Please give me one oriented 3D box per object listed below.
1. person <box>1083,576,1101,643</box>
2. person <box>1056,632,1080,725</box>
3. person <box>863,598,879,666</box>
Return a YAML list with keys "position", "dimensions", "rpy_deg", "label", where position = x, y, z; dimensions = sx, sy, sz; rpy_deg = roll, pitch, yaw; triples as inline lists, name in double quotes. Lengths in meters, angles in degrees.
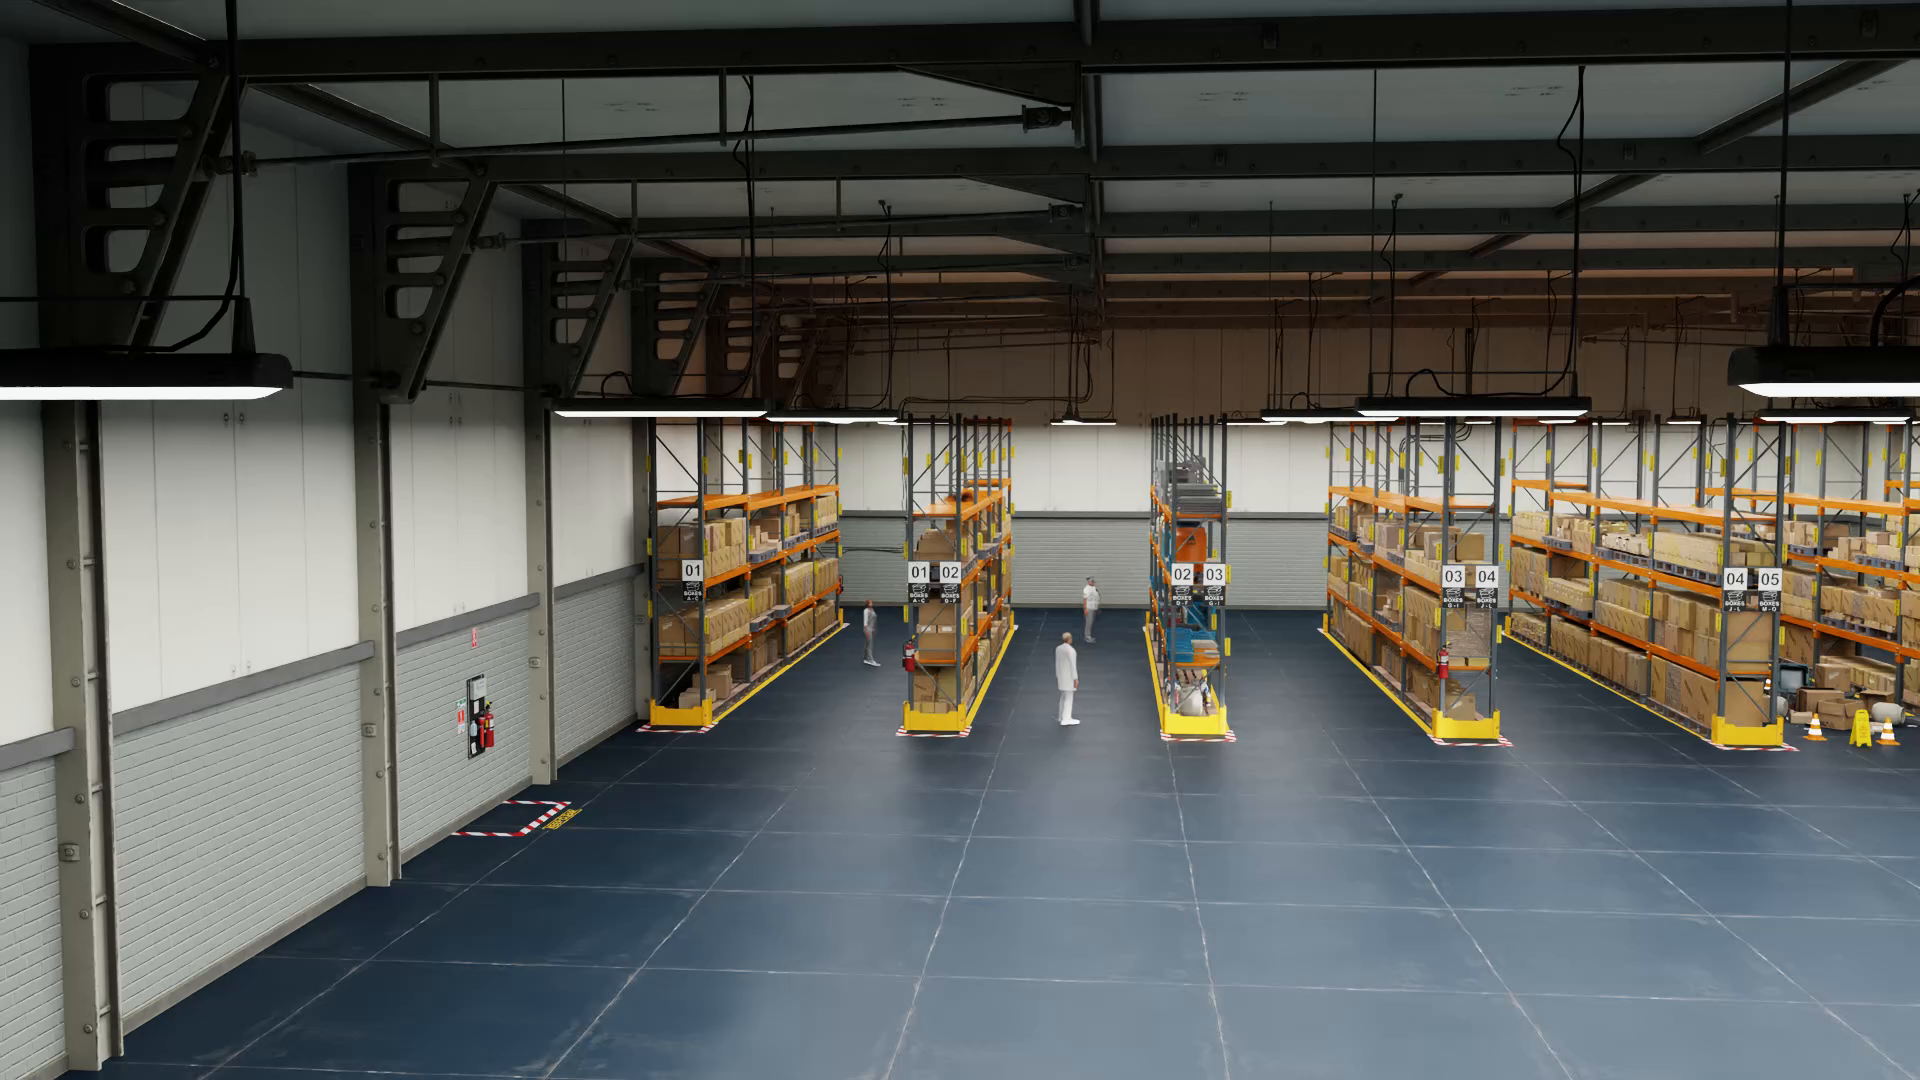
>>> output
- position: [3.519, 1.855, 44.605]
  dimensions: [0.431, 1.800, 0.611]
  rpy_deg: [2, 4, 28]
  label: "person"
- position: [2.124, 2.694, 32.151]
  dimensions: [0.447, 1.826, 0.663]
  rpy_deg: [-2, 4, -28]
  label: "person"
- position: [-2.139, 2.219, 40.260]
  dimensions: [0.462, 1.616, 0.436]
  rpy_deg: [1, 4, 16]
  label: "person"
